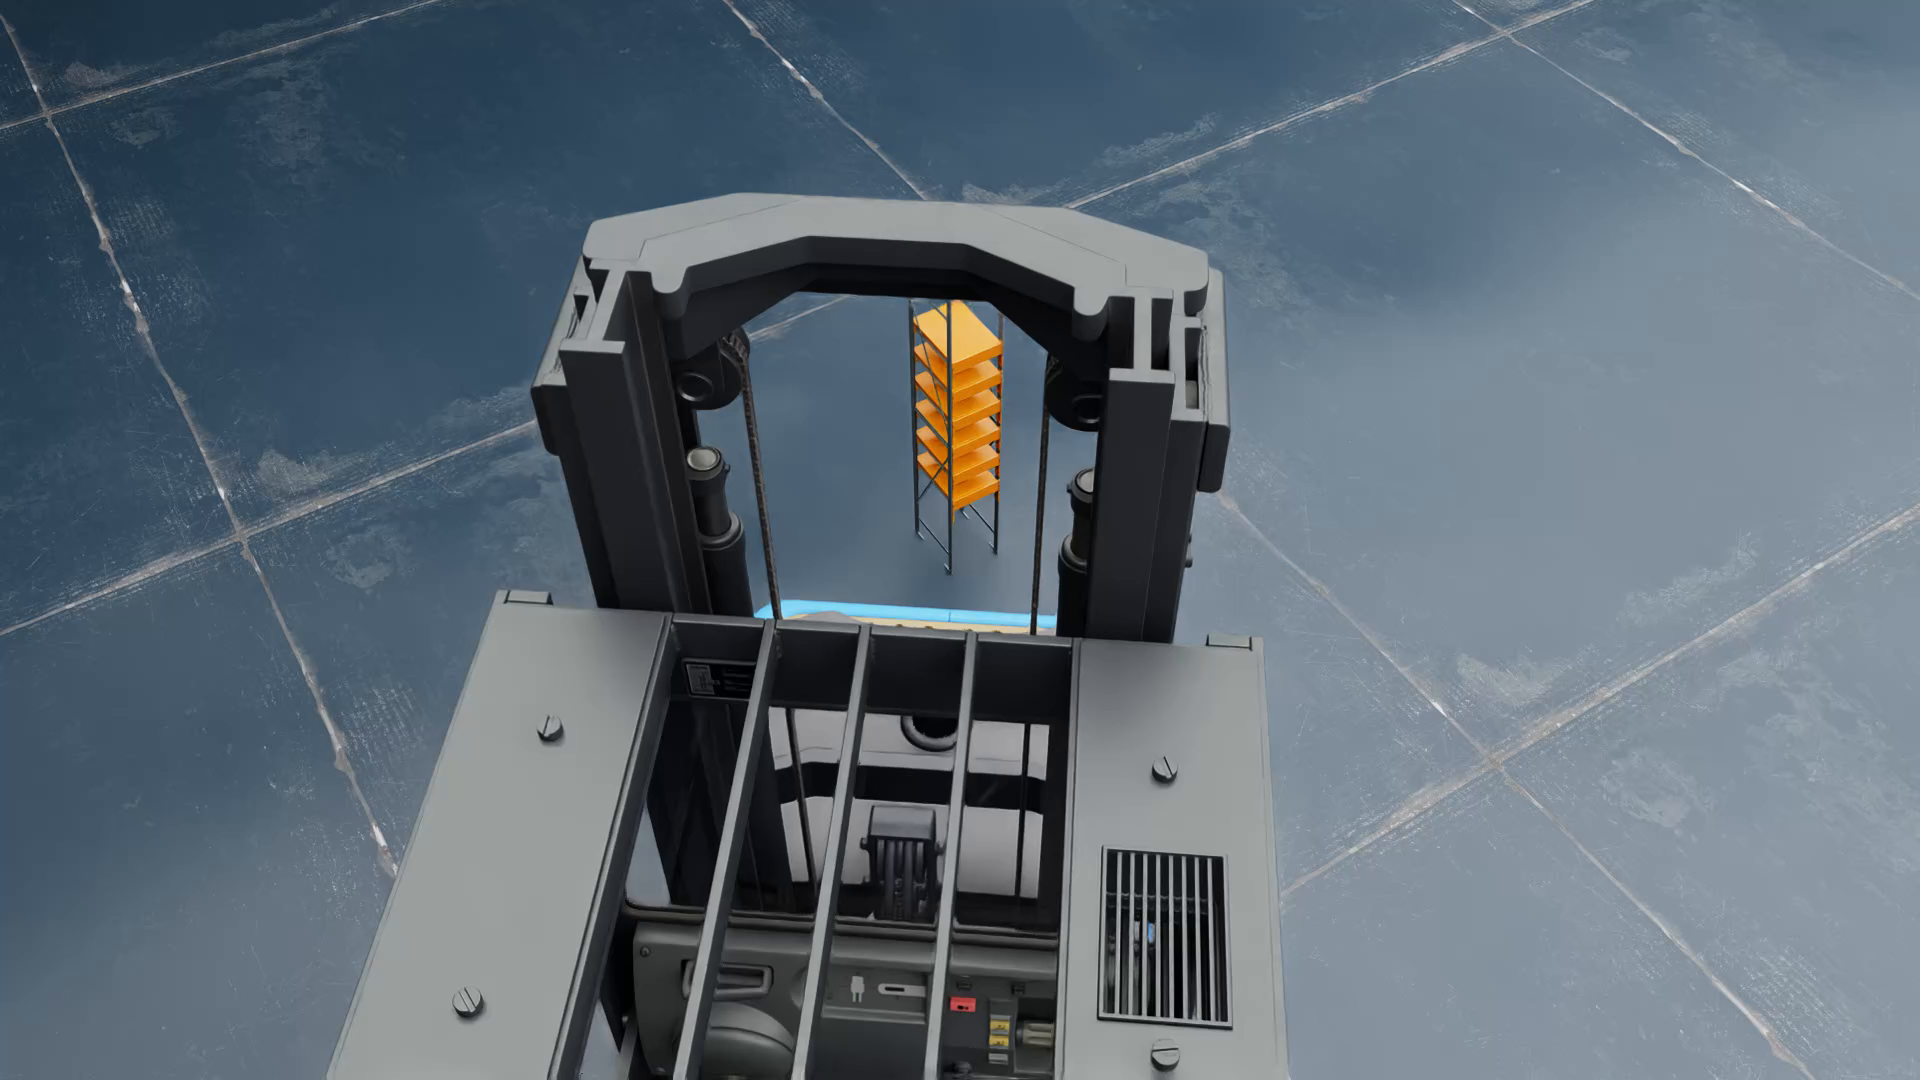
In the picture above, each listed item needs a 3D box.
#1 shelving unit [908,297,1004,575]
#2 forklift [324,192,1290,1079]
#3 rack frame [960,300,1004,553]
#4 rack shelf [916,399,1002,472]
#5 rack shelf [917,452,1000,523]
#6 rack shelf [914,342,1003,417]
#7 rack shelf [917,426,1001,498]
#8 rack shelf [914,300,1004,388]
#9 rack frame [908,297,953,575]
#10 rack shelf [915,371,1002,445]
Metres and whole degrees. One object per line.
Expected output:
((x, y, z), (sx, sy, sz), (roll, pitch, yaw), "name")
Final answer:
((-0.012, -0.393, 5.297), (0.189, 1.200, 0.258), (-25, 53, -21), "shelving unit")
((-0.143, 1.012, 2.886), (1.130, 2.935, 3.031), (3, 48, 3), "forklift")
((0.065, -0.430, 5.329), (0.006, 1.200, 0.240), (-25, 53, -21), "rack frame")
((-0.012, -0.364, 5.330), (0.180, 0.103, 0.258), (-25, 53, -21), "rack shelf")
((-0.012, -0.204, 5.509), (0.180, 0.103, 0.258), (-25, 53, -21), "rack shelf")
((-0.012, -0.523, 5.151), (0.180, 0.103, 0.258), (-25, 53, -21), "rack shelf")
((-0.012, -0.284, 5.420), (0.180, 0.103, 0.258), (-25, 53, -21), "rack shelf")
((-0.012, -0.603, 5.061), (0.180, 0.103, 0.258), (-25, 53, -21), "rack shelf")
((-0.090, -0.357, 5.264), (0.006, 1.200, 0.240), (-25, 53, -21), "rack frame")
((-0.012, -0.444, 5.240), (0.180, 0.103, 0.258), (-25, 53, -21), "rack shelf")
